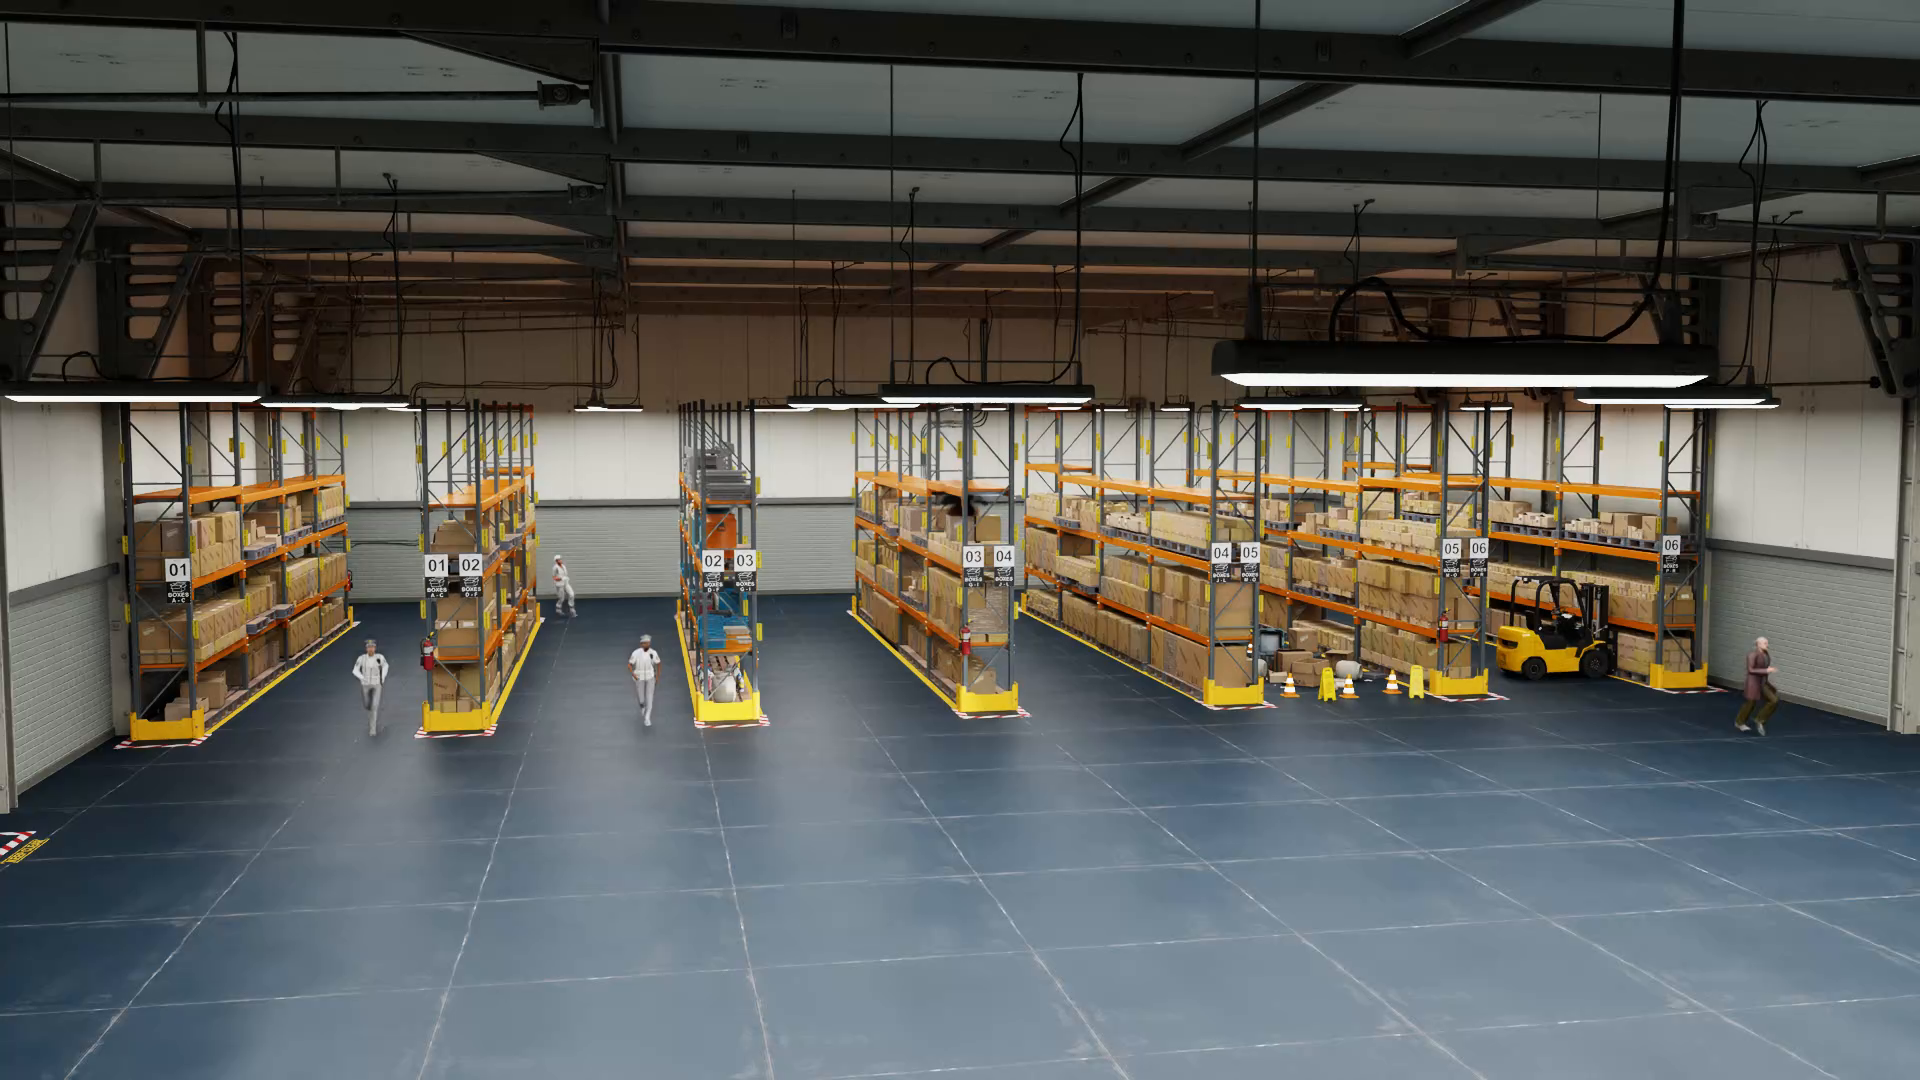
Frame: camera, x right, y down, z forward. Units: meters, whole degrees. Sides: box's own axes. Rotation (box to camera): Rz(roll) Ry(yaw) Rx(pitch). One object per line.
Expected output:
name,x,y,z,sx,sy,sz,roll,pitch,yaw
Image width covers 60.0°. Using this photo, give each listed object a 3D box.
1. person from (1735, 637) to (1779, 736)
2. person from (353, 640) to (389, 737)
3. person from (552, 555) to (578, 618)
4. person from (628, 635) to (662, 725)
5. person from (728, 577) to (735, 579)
person,14.241,2.599,29.687,0.752,1.773,0.886,-2,5,-29
person,-10.639,2.627,30.018,0.589,1.693,1.075,-1,4,-13
person,-11.180,1.302,46.734,0.823,1.780,0.672,3,5,33
person,-5.841,2.580,30.846,0.610,1.670,0.523,-1,4,-12
person,-6.723,1.198,48.768,0.653,1.752,0.704,-1,4,-8
